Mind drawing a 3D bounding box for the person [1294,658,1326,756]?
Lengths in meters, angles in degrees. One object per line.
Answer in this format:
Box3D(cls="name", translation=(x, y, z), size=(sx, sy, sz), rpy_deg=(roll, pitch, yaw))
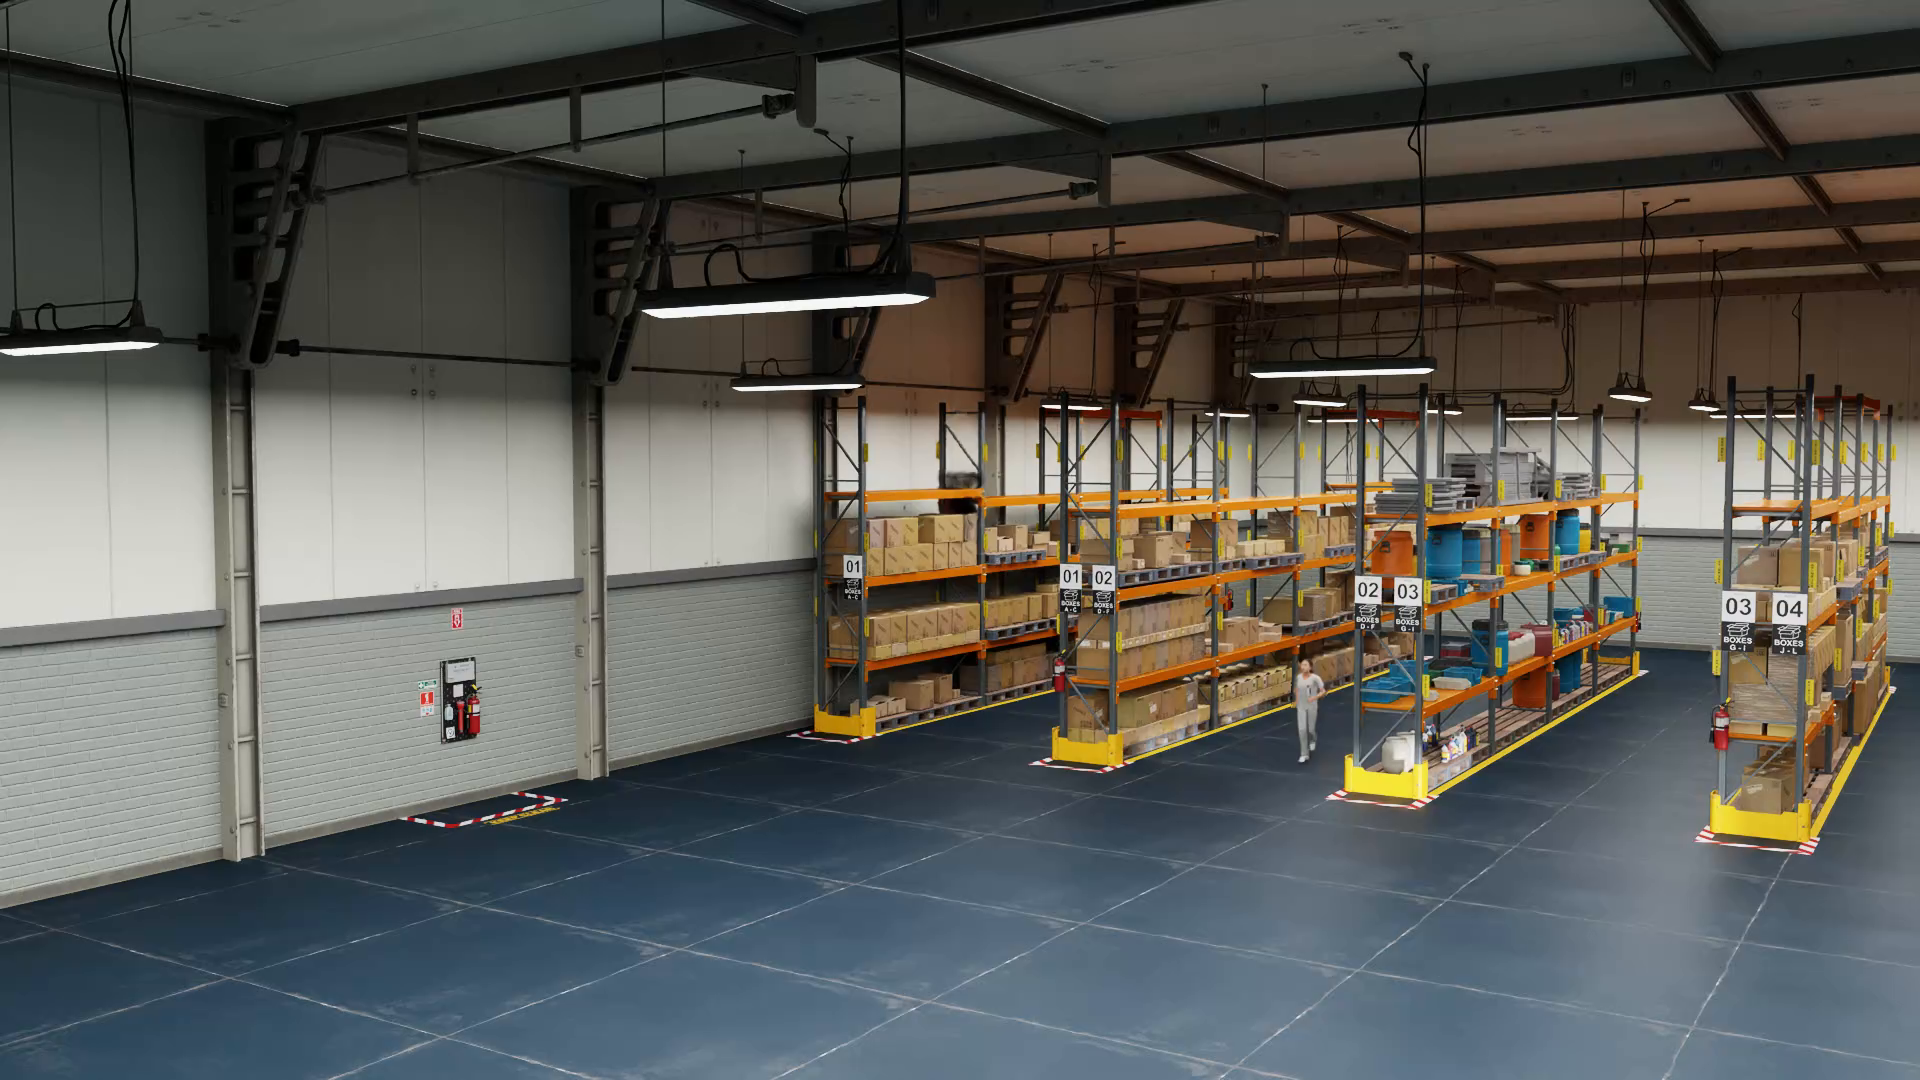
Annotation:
Box3D(cls="person", translation=(5.700, 2.714, 27.144), size=(0.563, 1.581, 0.658), rpy_deg=(2, 3, 29))
